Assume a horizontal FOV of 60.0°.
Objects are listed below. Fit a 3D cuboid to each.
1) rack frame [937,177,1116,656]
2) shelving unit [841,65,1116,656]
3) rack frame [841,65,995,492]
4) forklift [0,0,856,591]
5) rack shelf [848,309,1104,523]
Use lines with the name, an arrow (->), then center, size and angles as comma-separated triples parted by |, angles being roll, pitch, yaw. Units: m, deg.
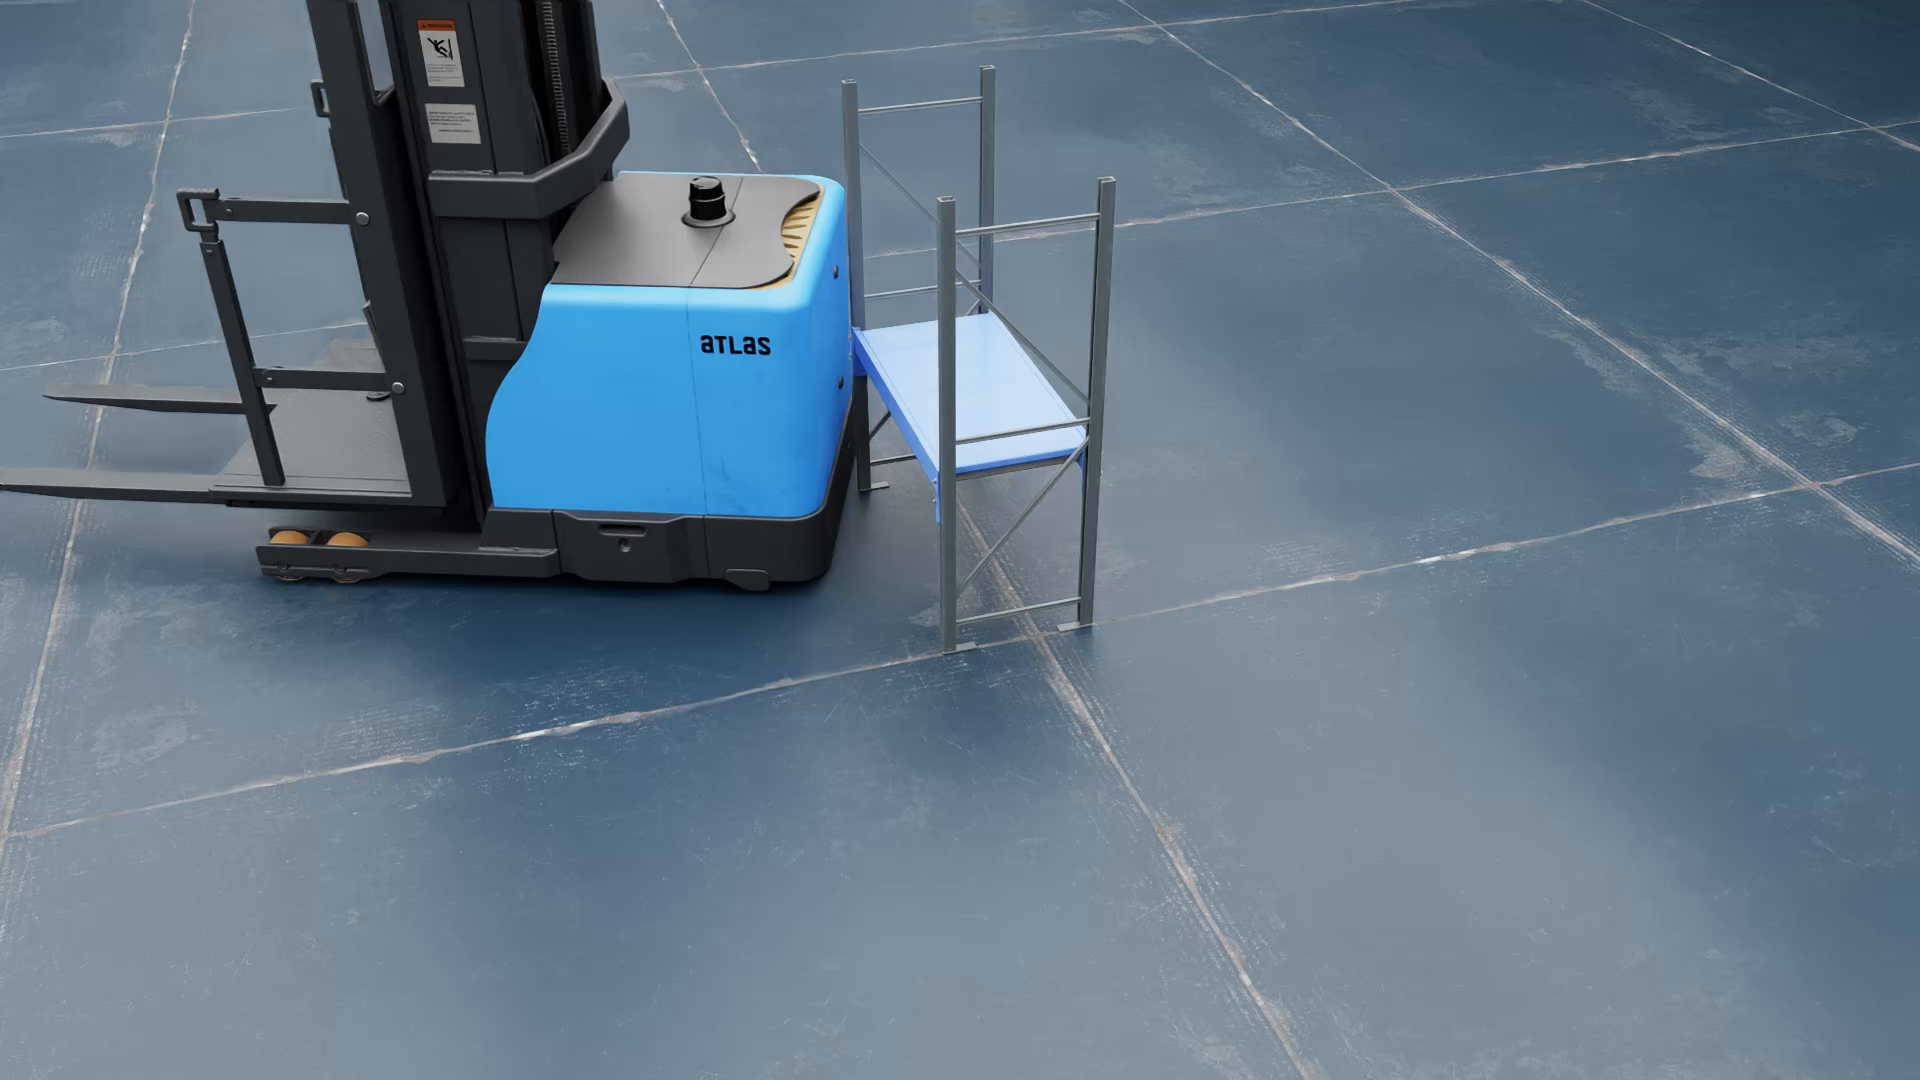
rack frame -> 0.181, -0.314, 4.865 | 0.500, 1.500, 0.032 | -10, 35, -15
shelving unit -> 0.026, -0.581, 5.269 | 0.538, 1.500, 1.048 | -10, 35, -15
rack frame -> -0.129, -0.848, 5.673 | 0.500, 1.500, 0.032 | -10, 35, -15
forklift -> -1.914, -1.367, 5.160 | 3.031, 2.935, 1.130 | 2, 34, 3
rack shelf -> 0.026, -0.431, 5.368 | 0.538, 0.185, 1.000 | -10, 35, -15
